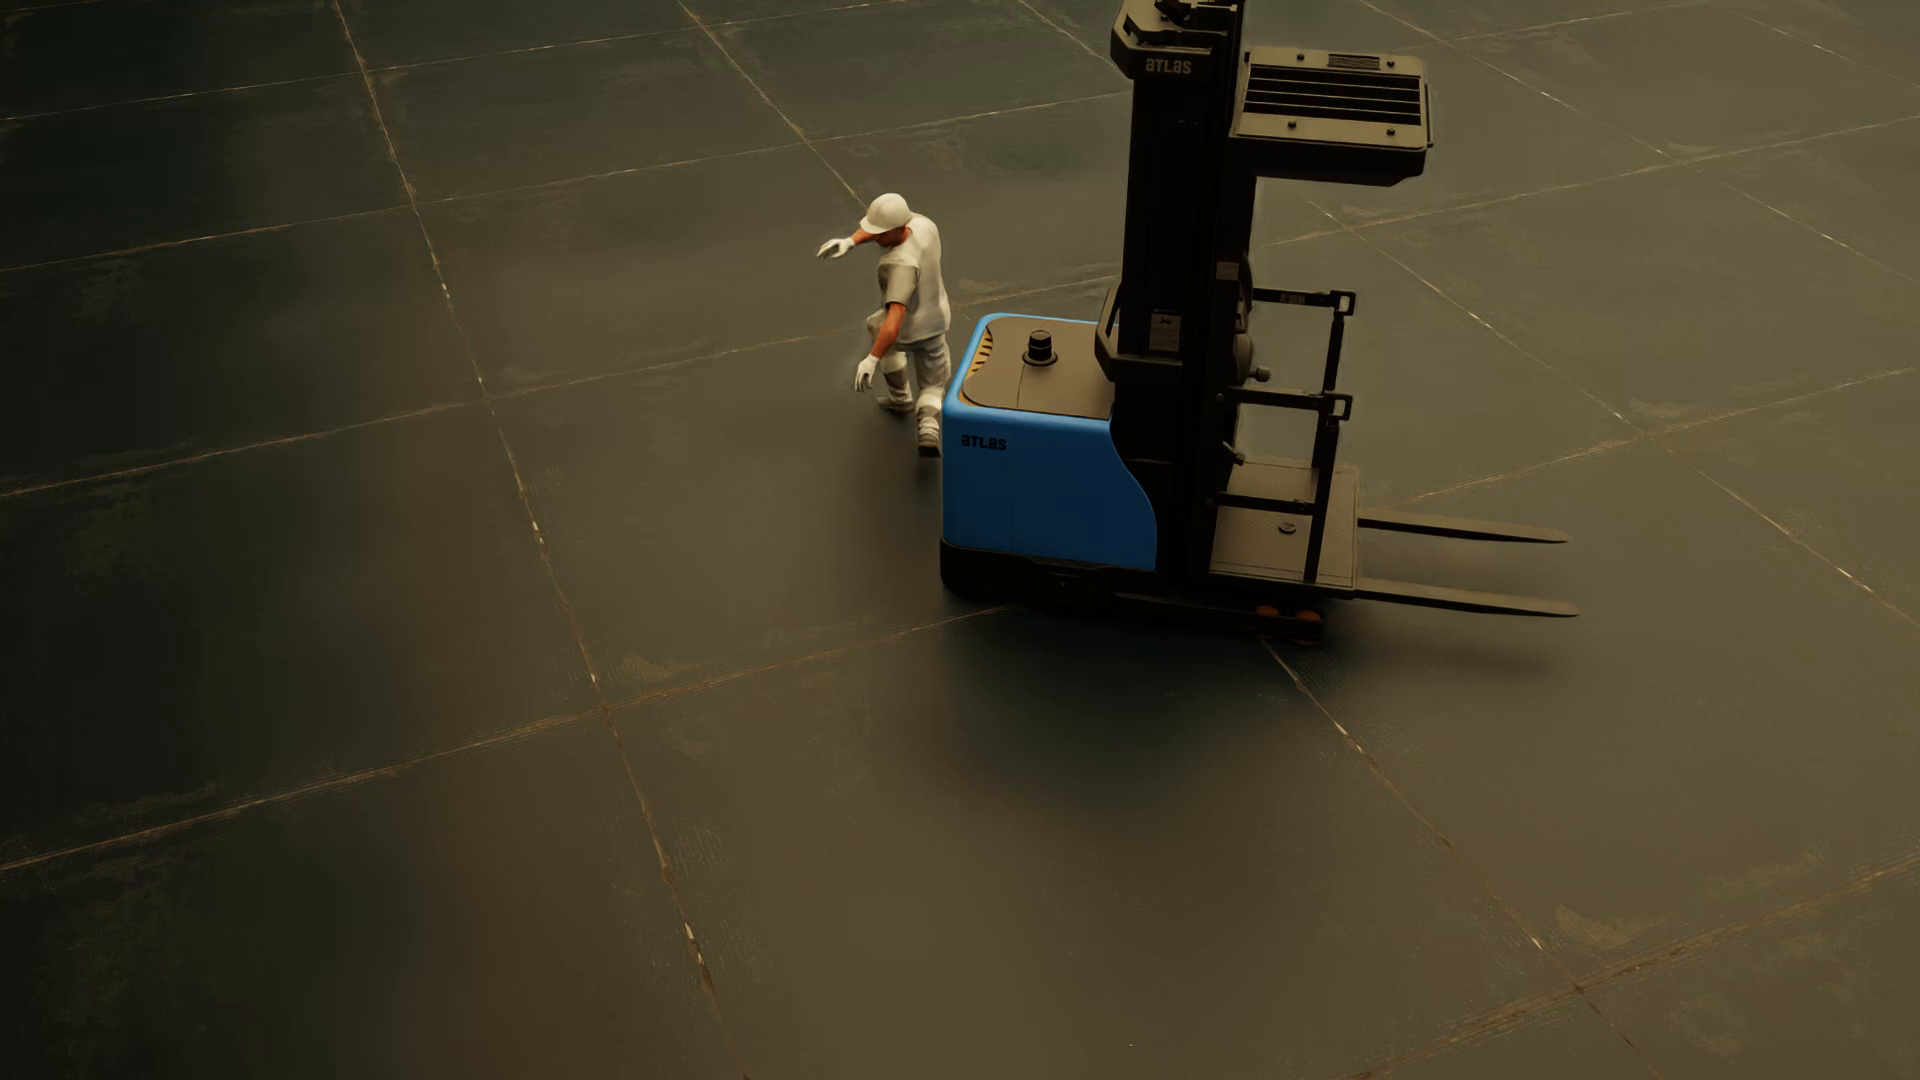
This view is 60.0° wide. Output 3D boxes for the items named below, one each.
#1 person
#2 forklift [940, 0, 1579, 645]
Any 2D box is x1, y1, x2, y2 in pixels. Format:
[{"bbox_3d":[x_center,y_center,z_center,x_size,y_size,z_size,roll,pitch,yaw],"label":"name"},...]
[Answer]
[{"bbox_3d":[-0.379,-1.160,9.002,0.745,1.540,0.973,-18,39,-23],"label":"person"},{"bbox_3d":[1.473,-1.032,7.549,3.031,2.935,1.130,7,36,10],"label":"forklift"}]
